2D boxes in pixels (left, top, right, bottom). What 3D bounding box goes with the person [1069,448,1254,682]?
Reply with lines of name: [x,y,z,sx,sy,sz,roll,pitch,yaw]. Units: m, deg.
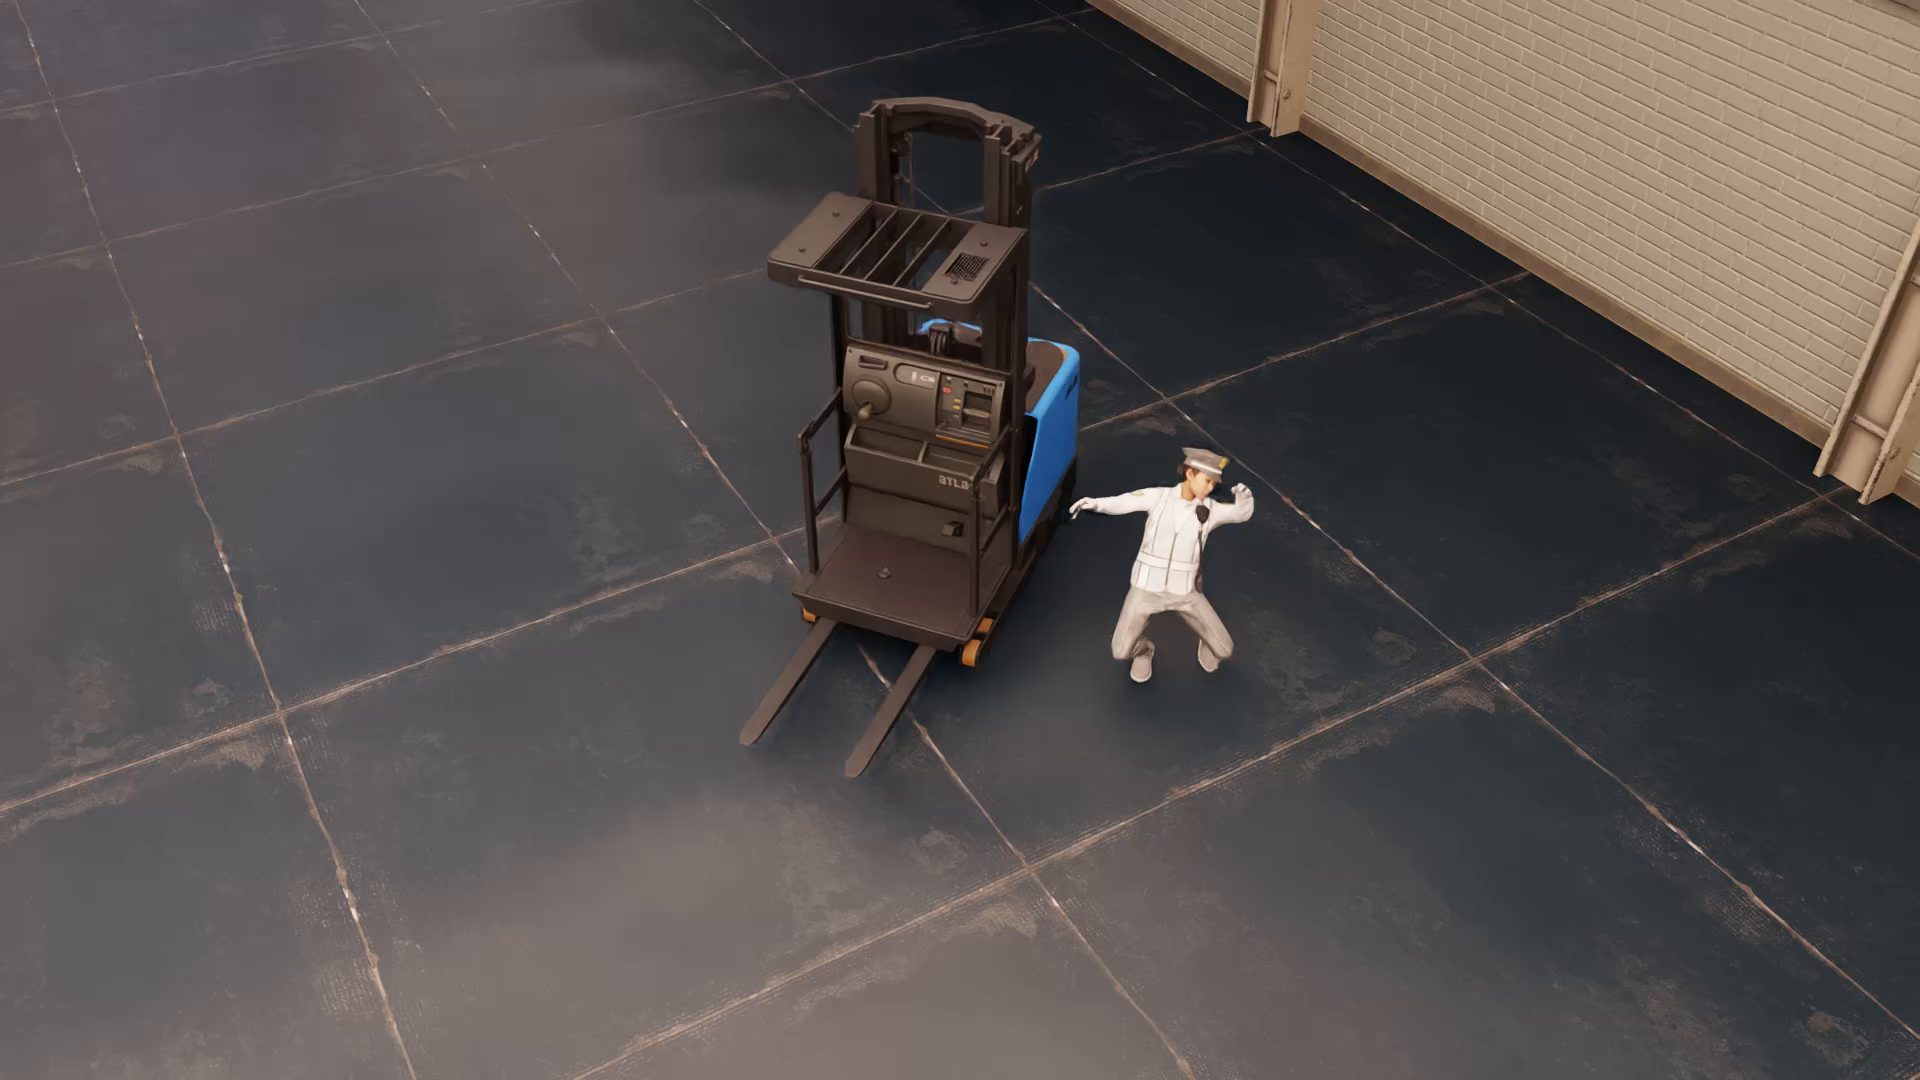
person: [1.048,0.118,8.965,0.946,1.549,0.683,3,40,4]

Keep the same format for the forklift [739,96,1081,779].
forklift: [-0.279,-0.712,8.894,1.130,2.935,3.031,15,42,17]
